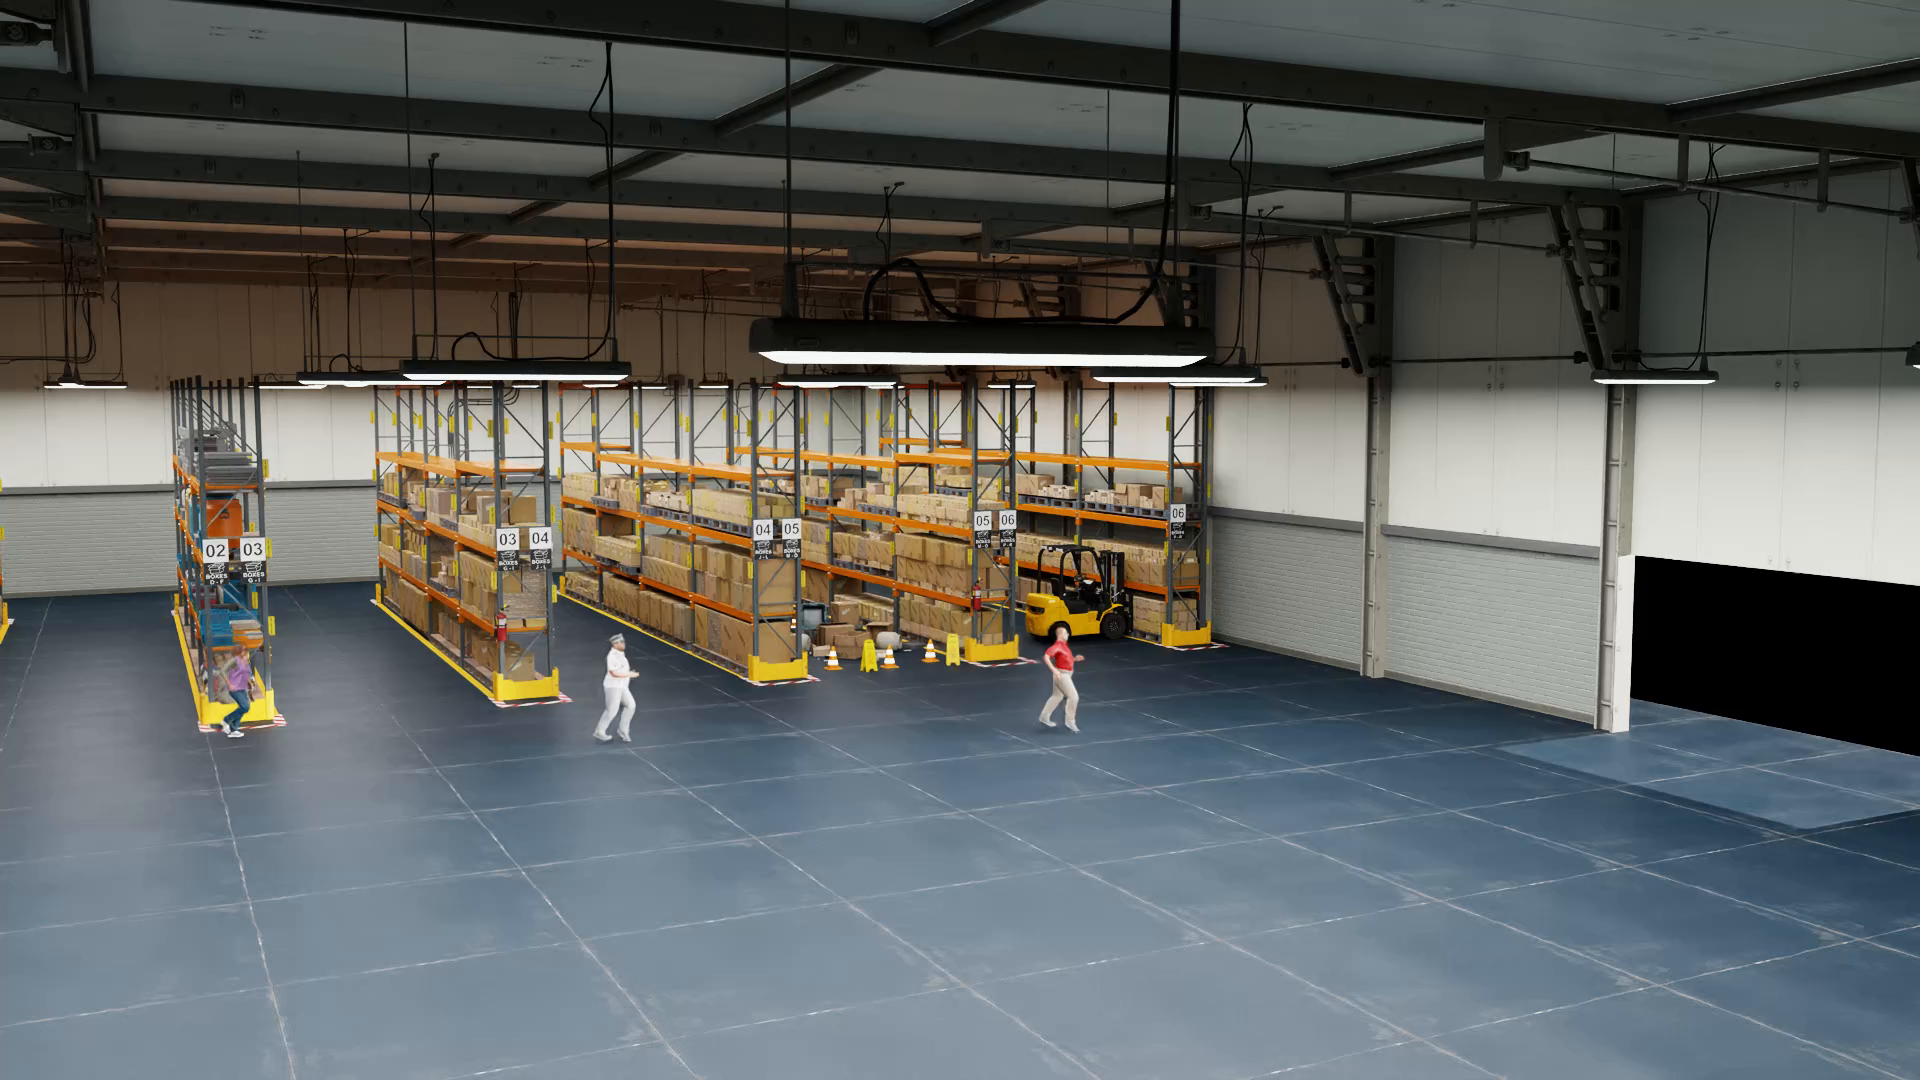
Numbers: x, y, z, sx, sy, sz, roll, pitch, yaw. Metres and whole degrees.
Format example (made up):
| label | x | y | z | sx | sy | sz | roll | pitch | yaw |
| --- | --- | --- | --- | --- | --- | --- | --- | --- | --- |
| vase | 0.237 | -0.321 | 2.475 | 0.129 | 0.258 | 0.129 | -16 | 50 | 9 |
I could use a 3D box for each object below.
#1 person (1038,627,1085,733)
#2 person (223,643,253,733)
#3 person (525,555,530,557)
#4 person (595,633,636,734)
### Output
| label | x | y | z | sx | sy | sz | roll | pitch | yaw |
| --- | --- | --- | --- | --- | --- | --- | --- | --- | --- |
| person | 1.710 | 2.372 | 28.106 | 0.800 | 1.800 | 0.637 | 1 | 5 | 7 |
| person | -11.987 | 2.465 | 27.606 | 0.443 | 1.496 | 0.521 | 1 | 5 | 6 |
| person | -12.305 | 0.670 | 47.709 | 0.656 | 1.606 | 0.539 | 4 | 6 | 36 |
| person | -5.652 | 2.344 | 27.205 | 0.631 | 1.659 | 0.464 | 0 | 5 | 5 |
